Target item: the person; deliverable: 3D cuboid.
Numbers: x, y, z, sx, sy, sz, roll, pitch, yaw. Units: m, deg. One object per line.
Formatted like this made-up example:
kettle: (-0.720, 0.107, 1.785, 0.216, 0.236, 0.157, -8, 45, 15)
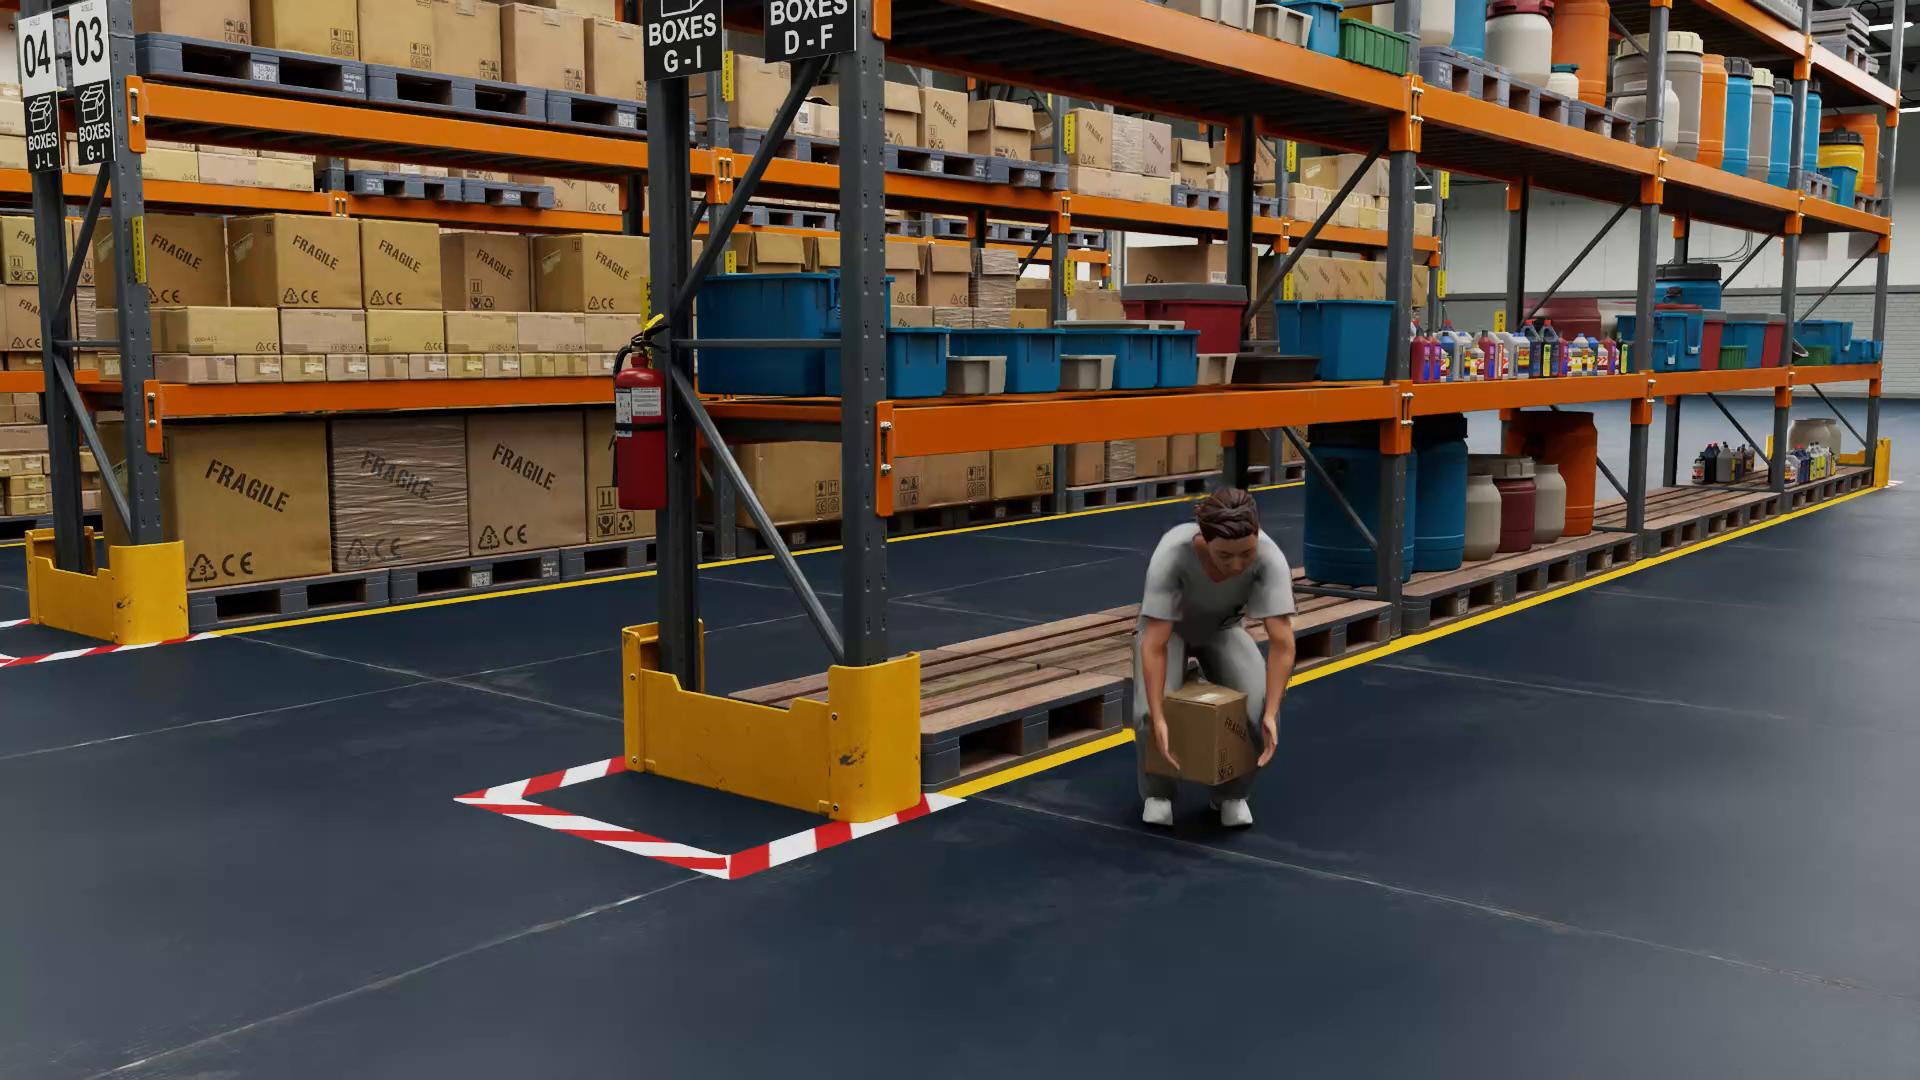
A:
person: (0.781, 0.359, 5.197, 0.493, 1.095, 0.750, 0, 7, 2)
